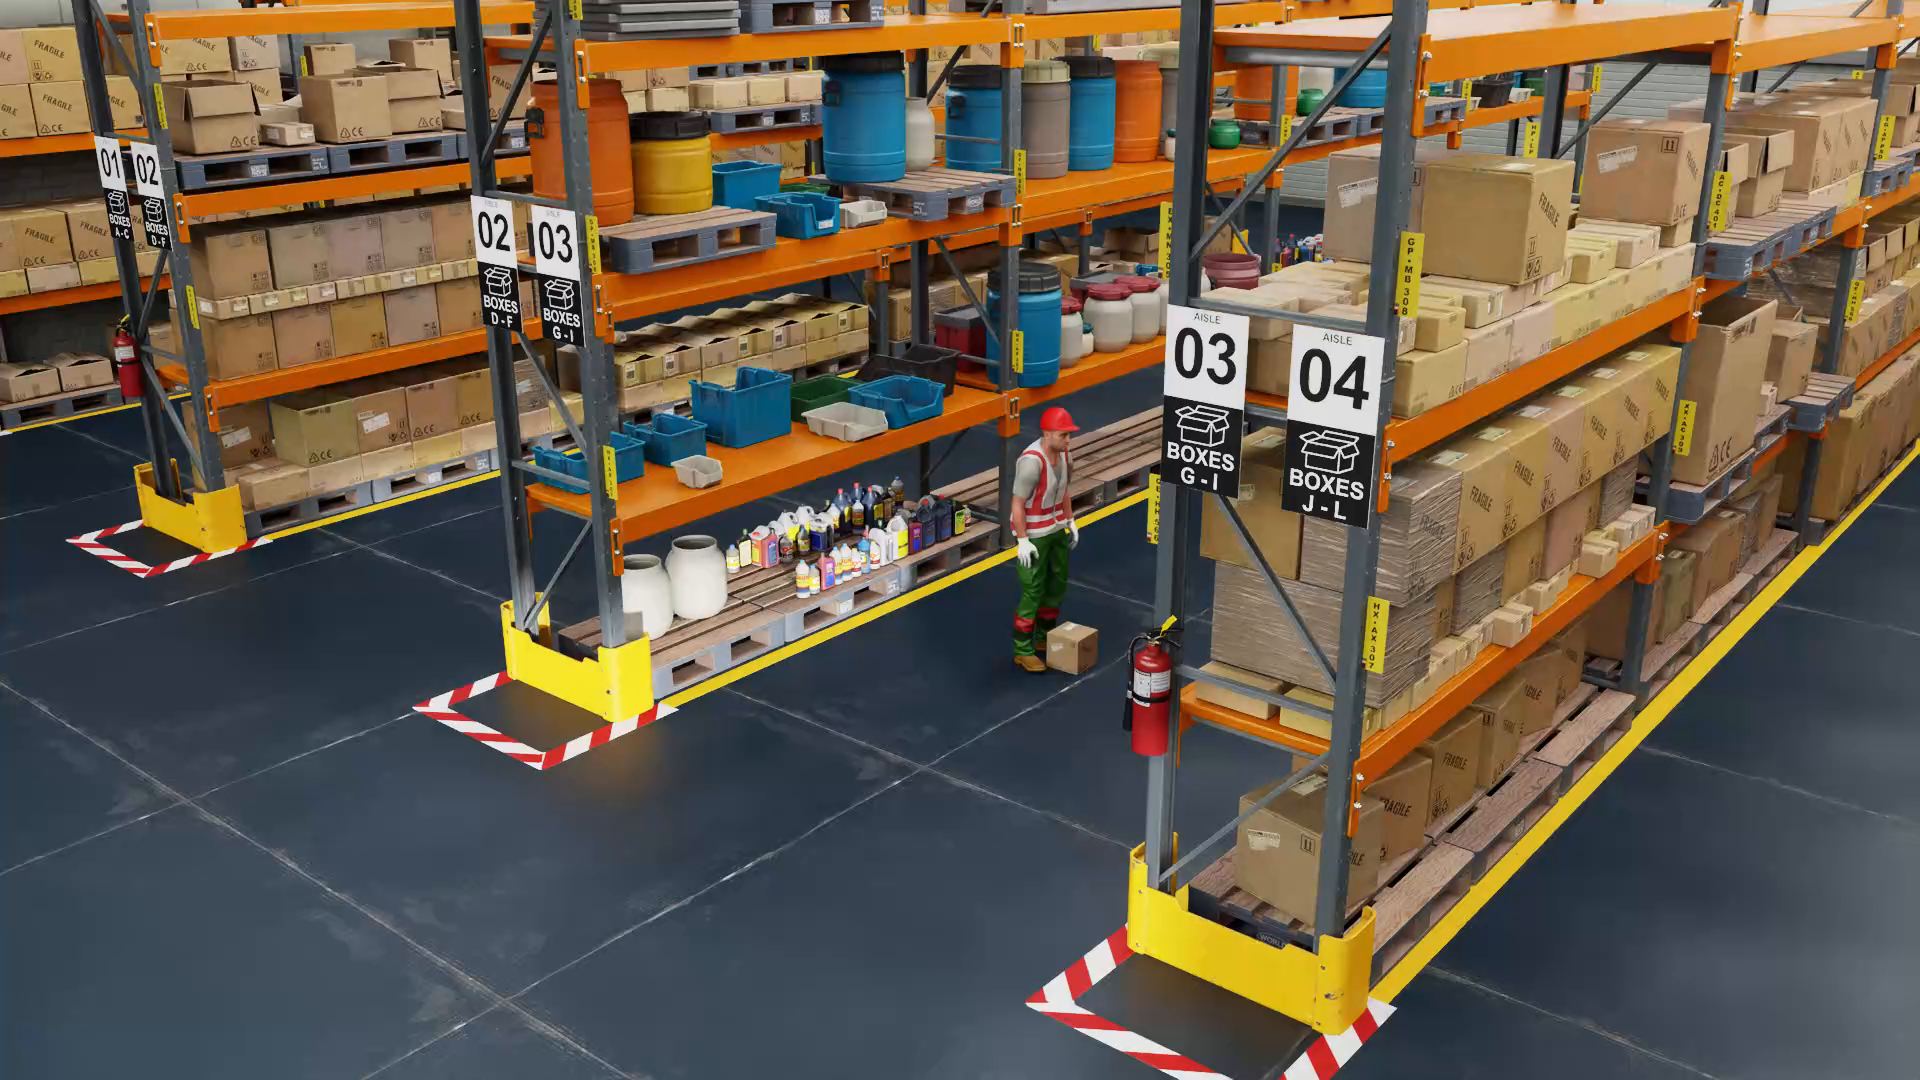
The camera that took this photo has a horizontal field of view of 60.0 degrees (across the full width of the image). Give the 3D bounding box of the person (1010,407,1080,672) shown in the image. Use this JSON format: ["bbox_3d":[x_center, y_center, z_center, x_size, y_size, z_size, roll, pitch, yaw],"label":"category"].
[{"bbox_3d":[0.574,-0.030,11.134,0.448,1.780,0.609,16,25,37],"label":"person"}]
